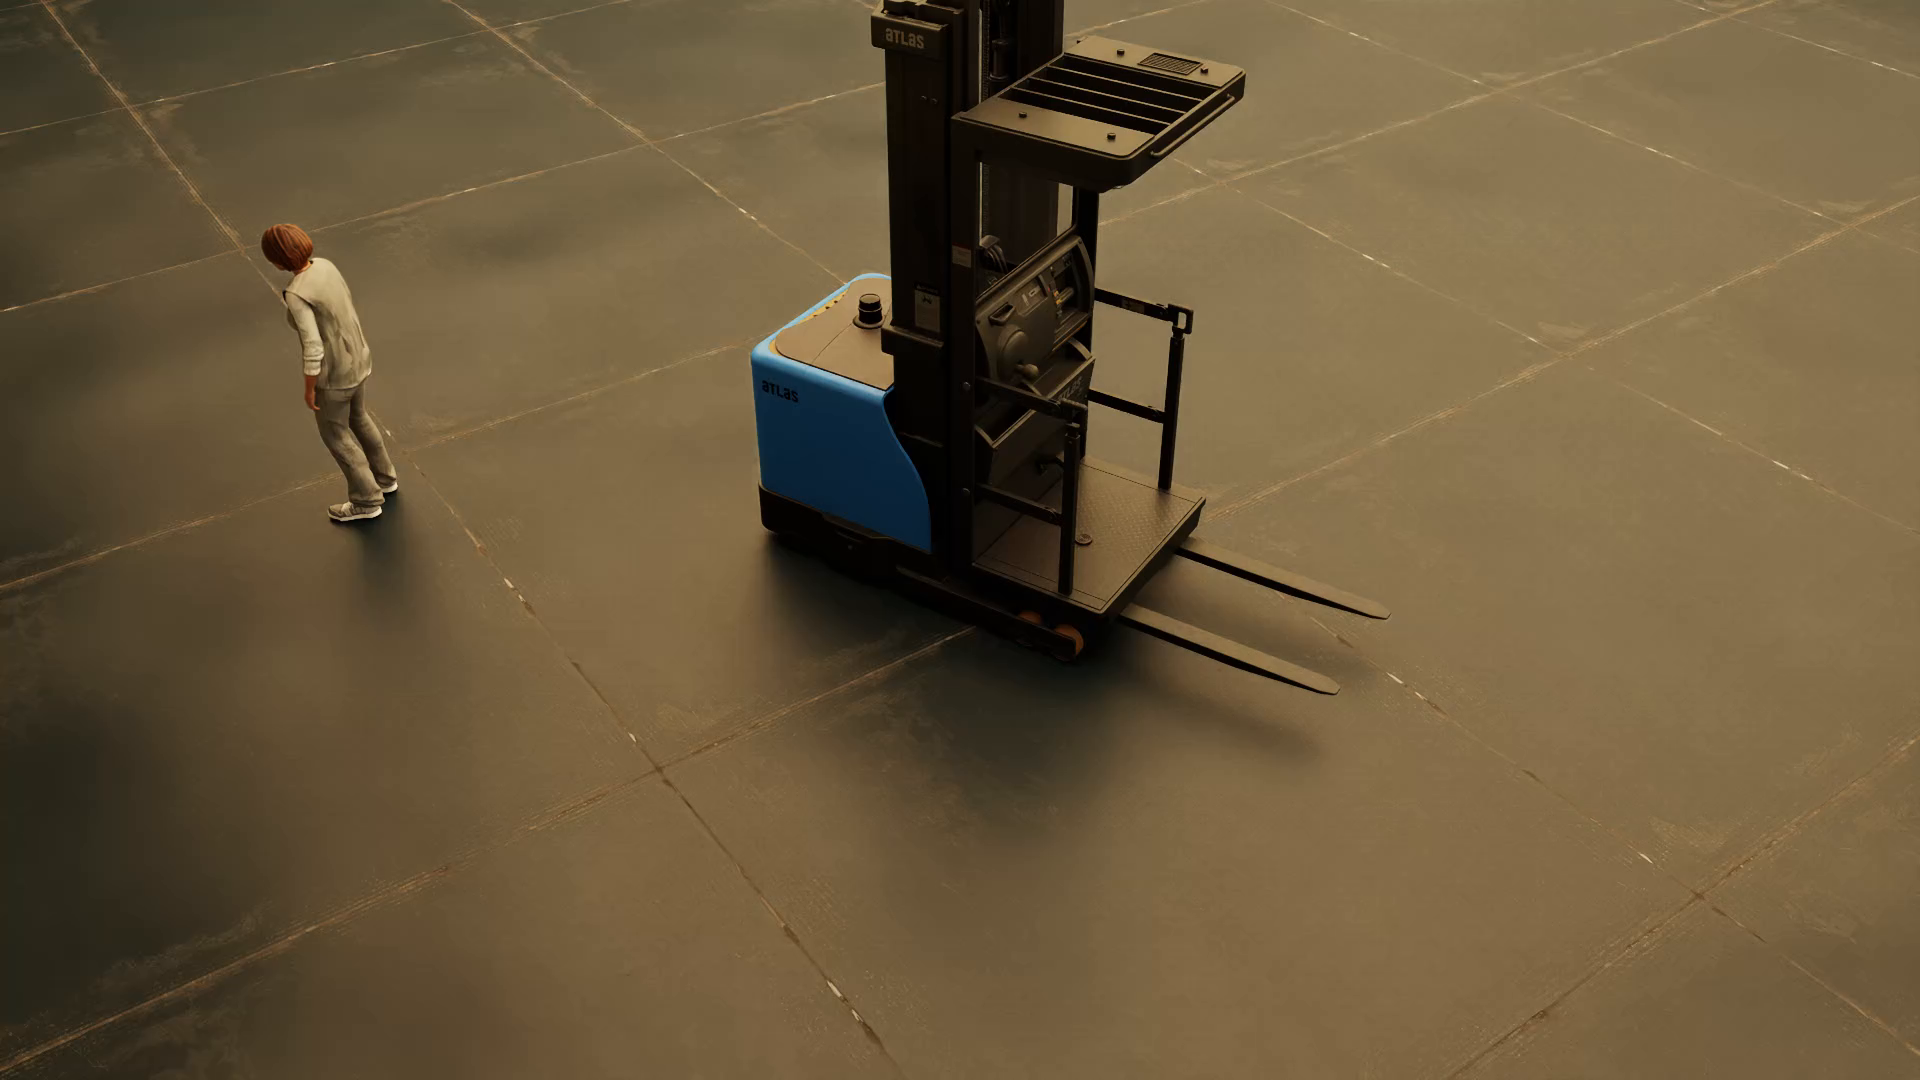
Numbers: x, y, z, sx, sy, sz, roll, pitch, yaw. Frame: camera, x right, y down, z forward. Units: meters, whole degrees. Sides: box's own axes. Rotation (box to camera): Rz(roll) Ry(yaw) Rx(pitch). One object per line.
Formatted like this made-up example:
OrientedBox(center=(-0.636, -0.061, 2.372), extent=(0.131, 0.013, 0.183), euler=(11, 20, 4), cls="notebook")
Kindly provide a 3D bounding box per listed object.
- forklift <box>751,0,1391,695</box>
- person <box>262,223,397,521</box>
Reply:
OrientedBox(center=(0.514, -0.985, 7.276), extent=(3.031, 2.935, 1.130), euler=(21, 41, 26), cls="forklift")
OrientedBox(center=(-3.079, -0.823, 8.184), extent=(0.345, 1.592, 0.464), euler=(4, 37, 6), cls="person")
